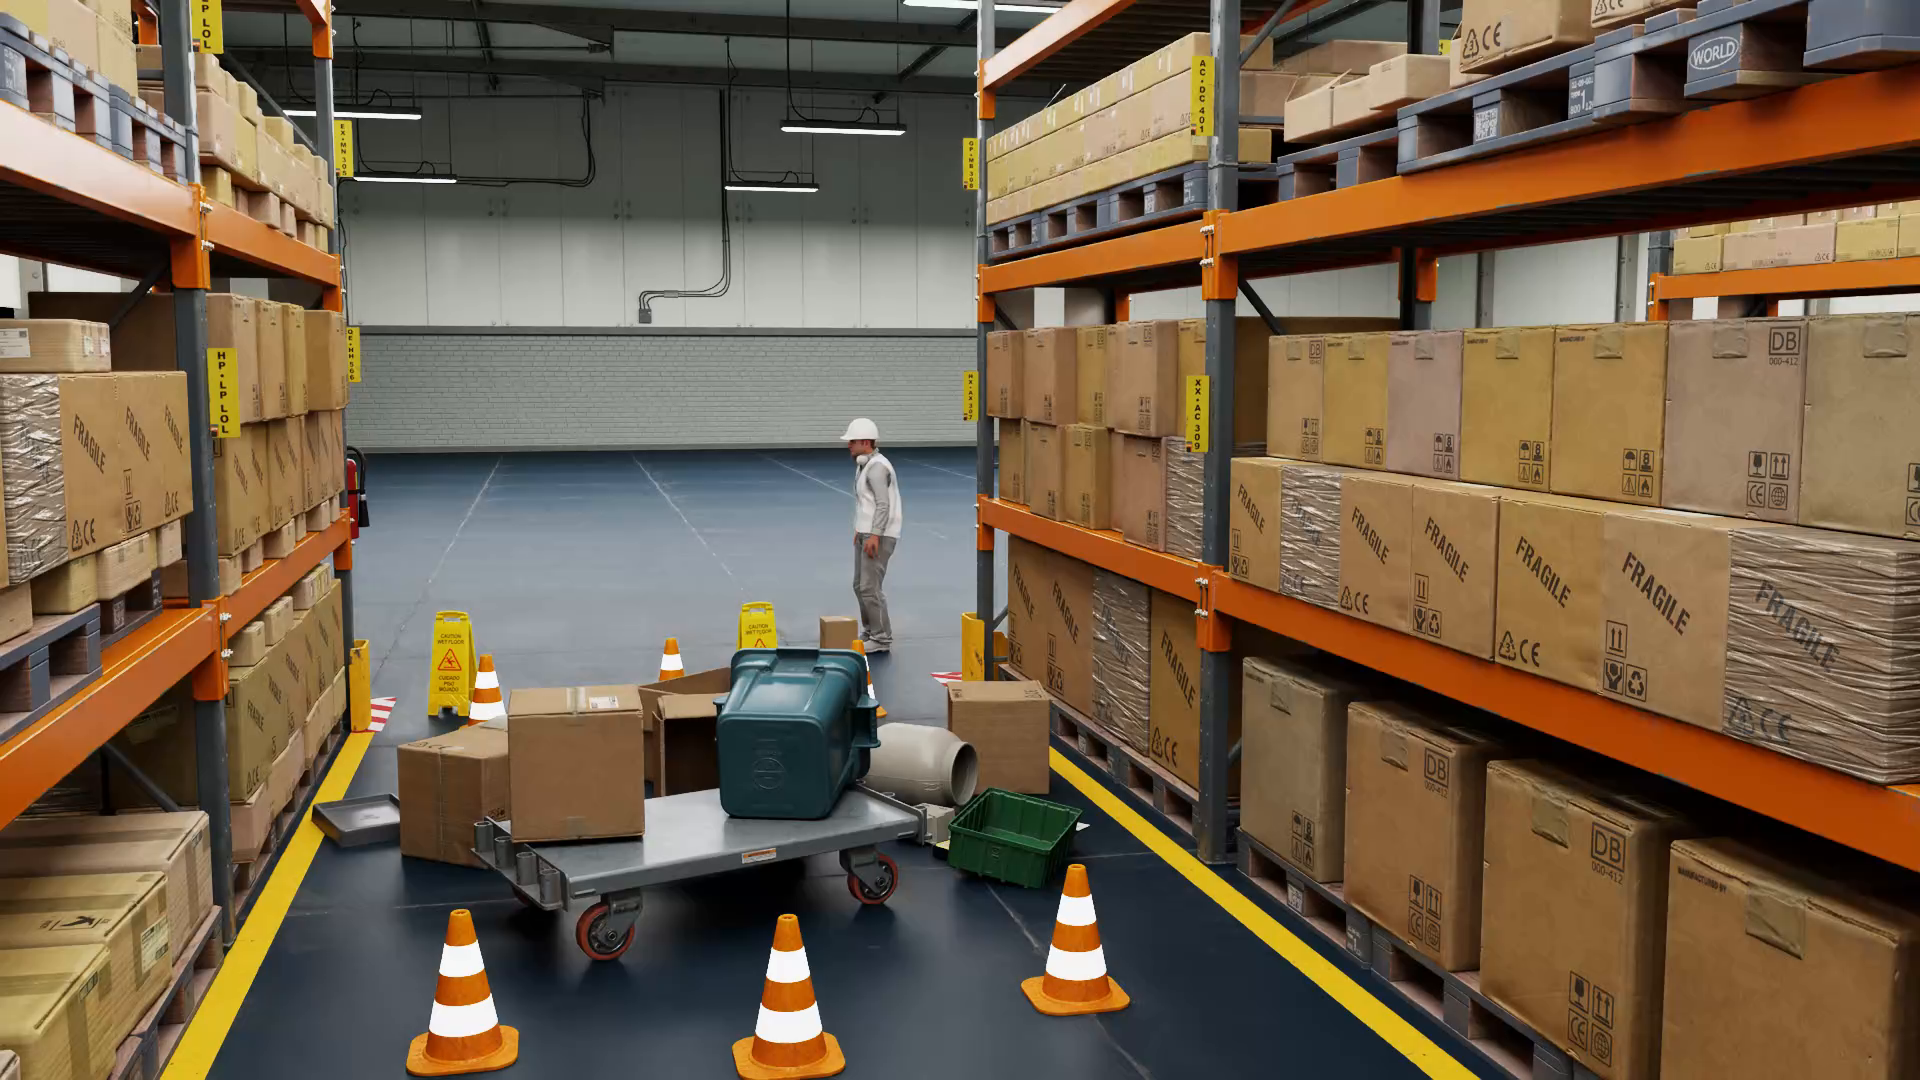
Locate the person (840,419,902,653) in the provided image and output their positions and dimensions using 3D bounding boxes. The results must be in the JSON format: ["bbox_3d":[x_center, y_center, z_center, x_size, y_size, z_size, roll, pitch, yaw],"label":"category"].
[{"bbox_3d":[-0.682,-0.040,12.694,0.465,1.771,0.581,-2,6,-14],"label":"person"}]
